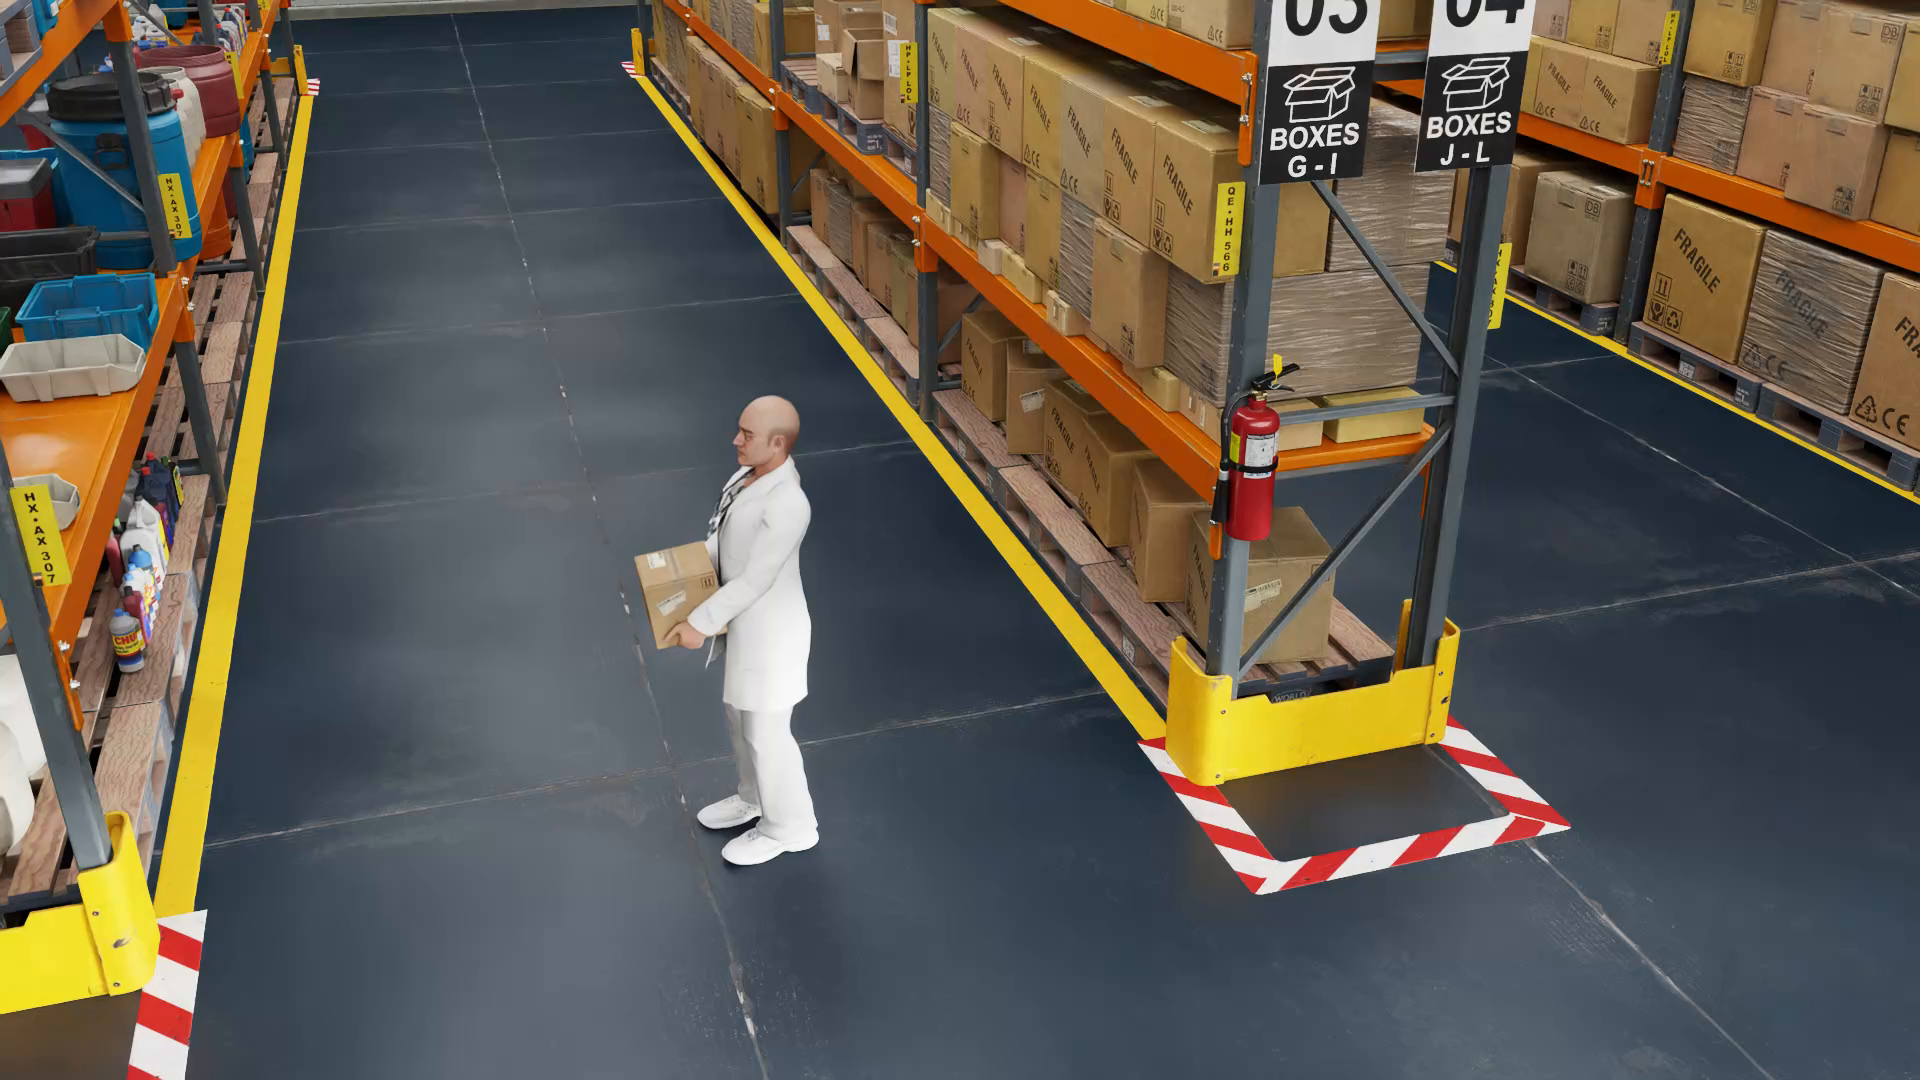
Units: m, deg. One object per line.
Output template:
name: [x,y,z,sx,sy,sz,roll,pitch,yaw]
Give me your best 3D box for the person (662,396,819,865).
person: [-0.803,0.333,5.954,0.550,1.774,0.529,-8,27,-15]
